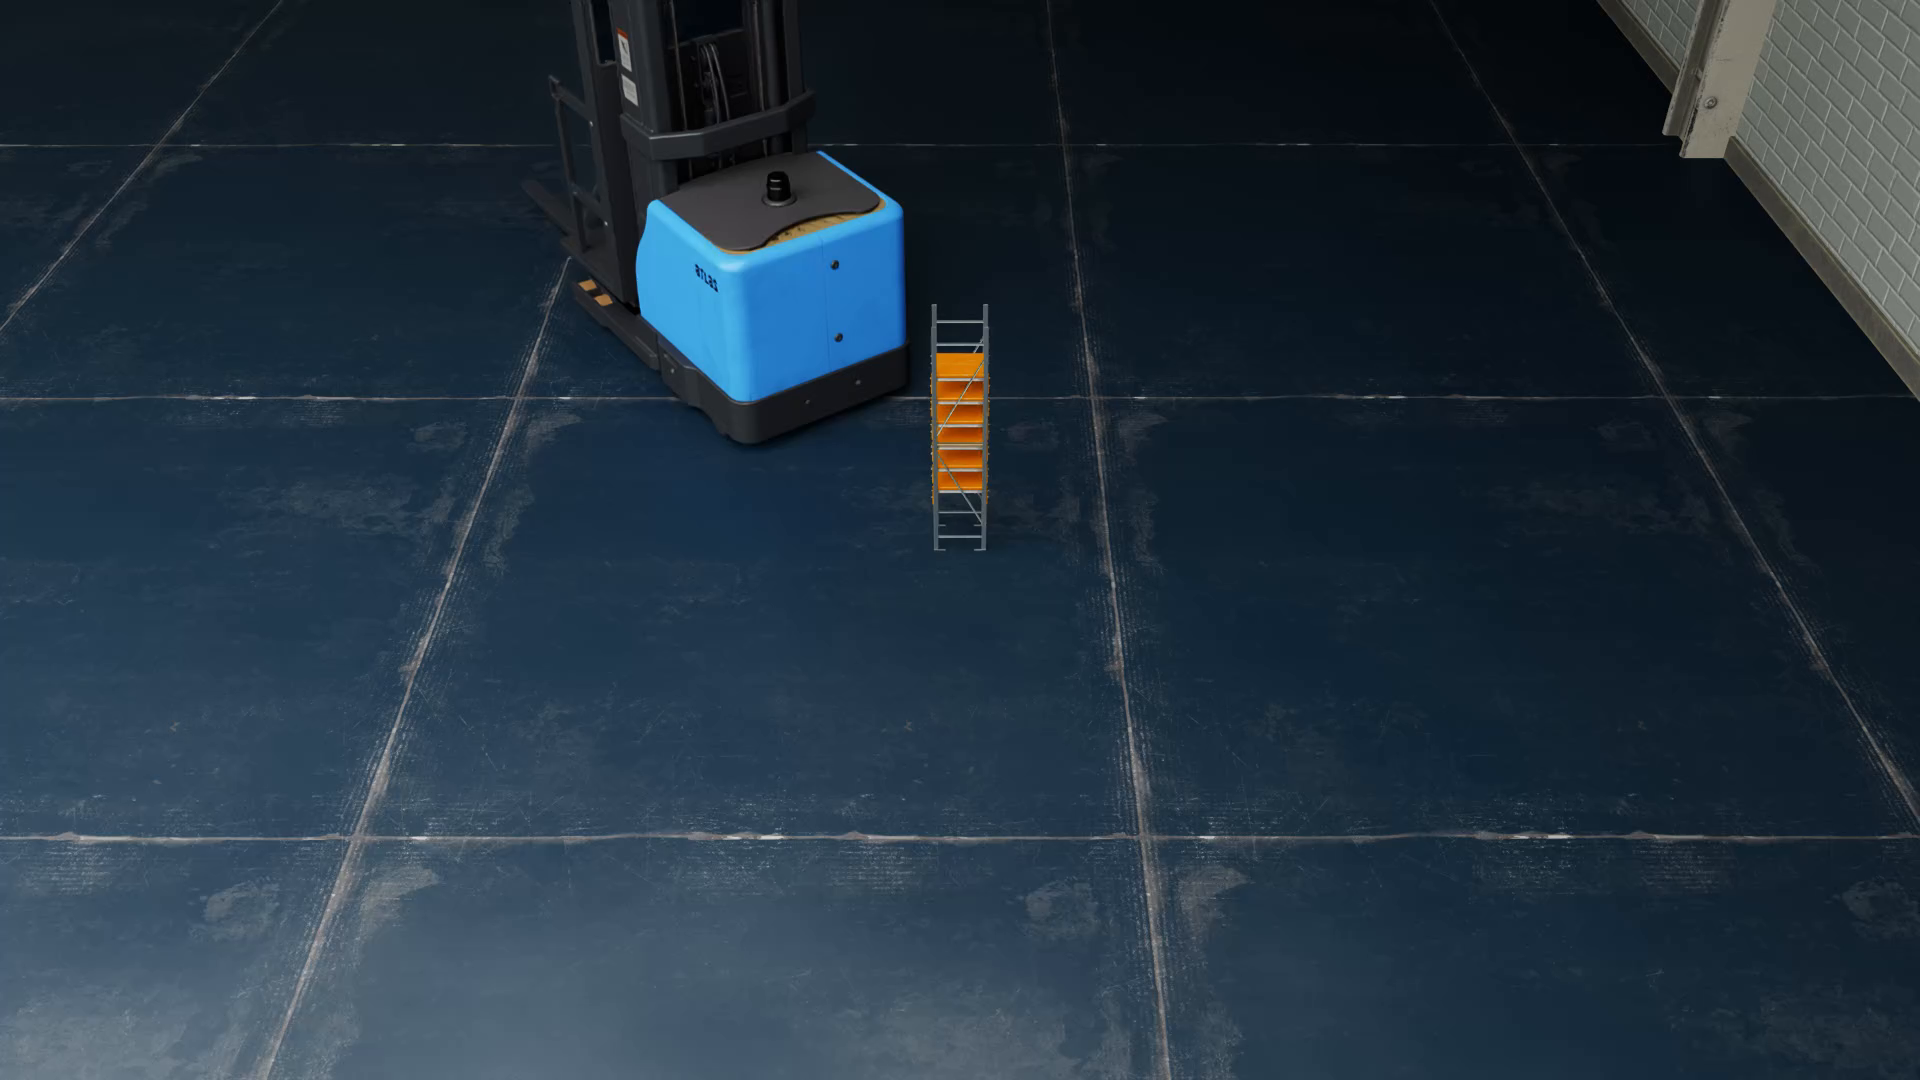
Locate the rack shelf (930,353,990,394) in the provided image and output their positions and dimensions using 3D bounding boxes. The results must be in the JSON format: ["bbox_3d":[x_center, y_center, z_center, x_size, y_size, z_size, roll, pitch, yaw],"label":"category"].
[{"bbox_3d":[0.000,-0.724,7.189,0.258,0.103,0.180,0,39,0],"label":"rack shelf"}]

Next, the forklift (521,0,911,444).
[{"bbox_3d":[-1.522,-2.498,8.524,1.130,2.935,3.031,-24,45,-27],"label":"forklift"}]

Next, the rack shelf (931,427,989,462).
[{"bbox_3d":[0.000,-0.443,7.414,0.258,0.103,0.180,0,39,0],"label":"rack shelf"}]

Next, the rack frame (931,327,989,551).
[{"bbox_3d":[0.000,-0.420,7.315,0.240,1.200,0.006,0,39,0],"label":"rack frame"}]

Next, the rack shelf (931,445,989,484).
[{"bbox_3d":[0.000,-0.349,7.489,0.258,0.103,0.180,0,39,0],"label":"rack shelf"}]

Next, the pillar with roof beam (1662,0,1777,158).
[{"bbox_3d":[0.565,-6.130,8.203,9.100,9.000,0.400,0,39,0],"label":"pillar with roof beam"}]

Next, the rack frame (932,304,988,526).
[{"bbox_3d":[0.000,-0.534,7.457,0.240,1.200,0.006,0,39,0],"label":"rack frame"}]

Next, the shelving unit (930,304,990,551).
[{"bbox_3d":[0.000,-0.477,7.386,0.258,1.200,0.189,0,39,0],"label":"shelving unit"}]

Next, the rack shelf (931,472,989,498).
[{"bbox_3d":[0.000,-0.255,7.564,0.258,0.103,0.180,0,39,0],"label":"rack shelf"}]

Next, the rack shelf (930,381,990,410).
[{"bbox_3d":[0.000,-0.630,7.264,0.258,0.103,0.180,0,39,0],"label":"rack shelf"}]

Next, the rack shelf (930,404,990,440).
[{"bbox_3d":[0.000,-0.536,7.339,0.258,0.103,0.180,0,39,0],"label":"rack shelf"}]
